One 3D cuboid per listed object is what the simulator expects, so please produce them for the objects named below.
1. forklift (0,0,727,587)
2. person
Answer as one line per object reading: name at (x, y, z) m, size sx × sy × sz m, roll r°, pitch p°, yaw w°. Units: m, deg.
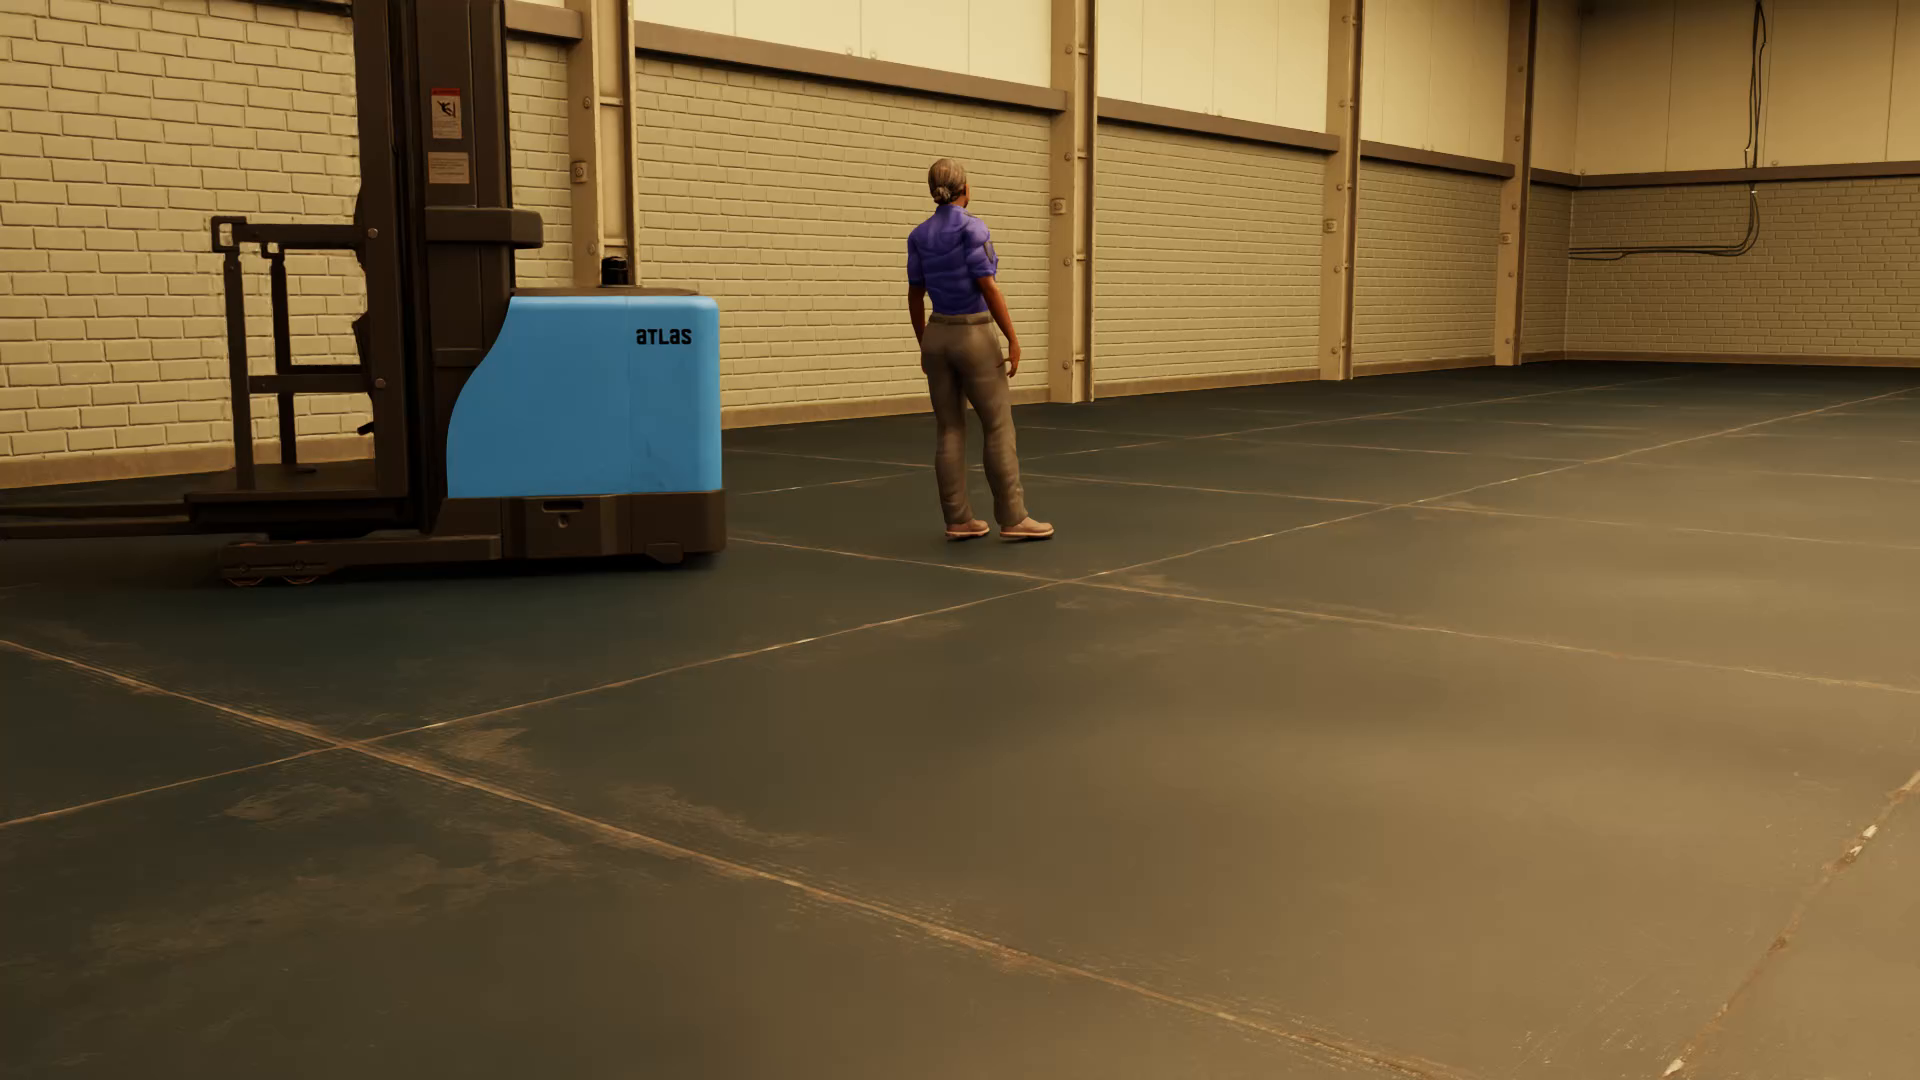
forklift at (-2.512, -1.359, 6.570) m, size 3.031 × 2.935 × 1.130 m, roll -2°, pitch 9°, yaw -13°
person at (0.071, -0.834, 7.340) m, size 0.570 × 1.657 × 0.502 m, roll 7°, pitch 11°, yaw 38°
